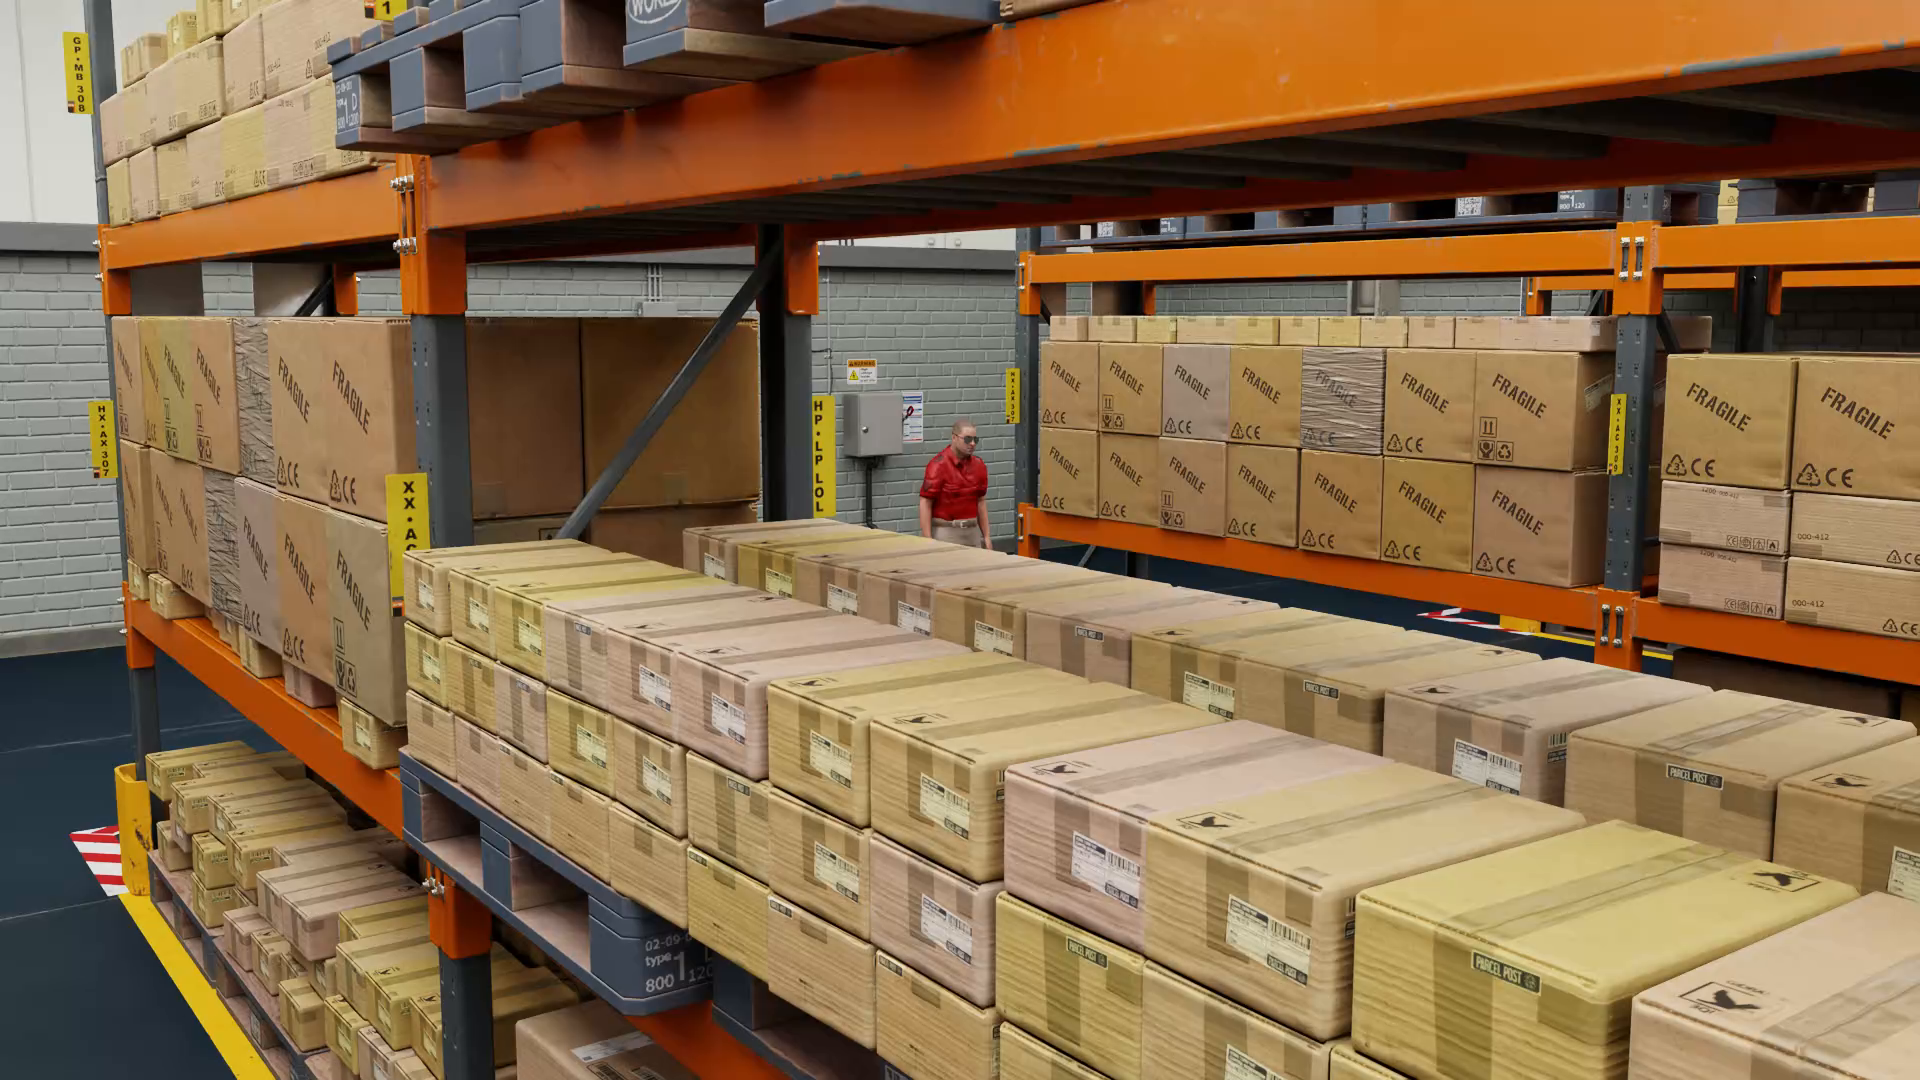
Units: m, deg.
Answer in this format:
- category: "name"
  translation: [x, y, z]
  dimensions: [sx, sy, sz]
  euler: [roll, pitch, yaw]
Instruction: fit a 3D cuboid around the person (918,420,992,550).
- category: "person"
  translation: [-0.029, 0.014, 11.749]
  dimensions: [0.594, 1.727, 0.385]
  euler: [-6, 10, -37]
